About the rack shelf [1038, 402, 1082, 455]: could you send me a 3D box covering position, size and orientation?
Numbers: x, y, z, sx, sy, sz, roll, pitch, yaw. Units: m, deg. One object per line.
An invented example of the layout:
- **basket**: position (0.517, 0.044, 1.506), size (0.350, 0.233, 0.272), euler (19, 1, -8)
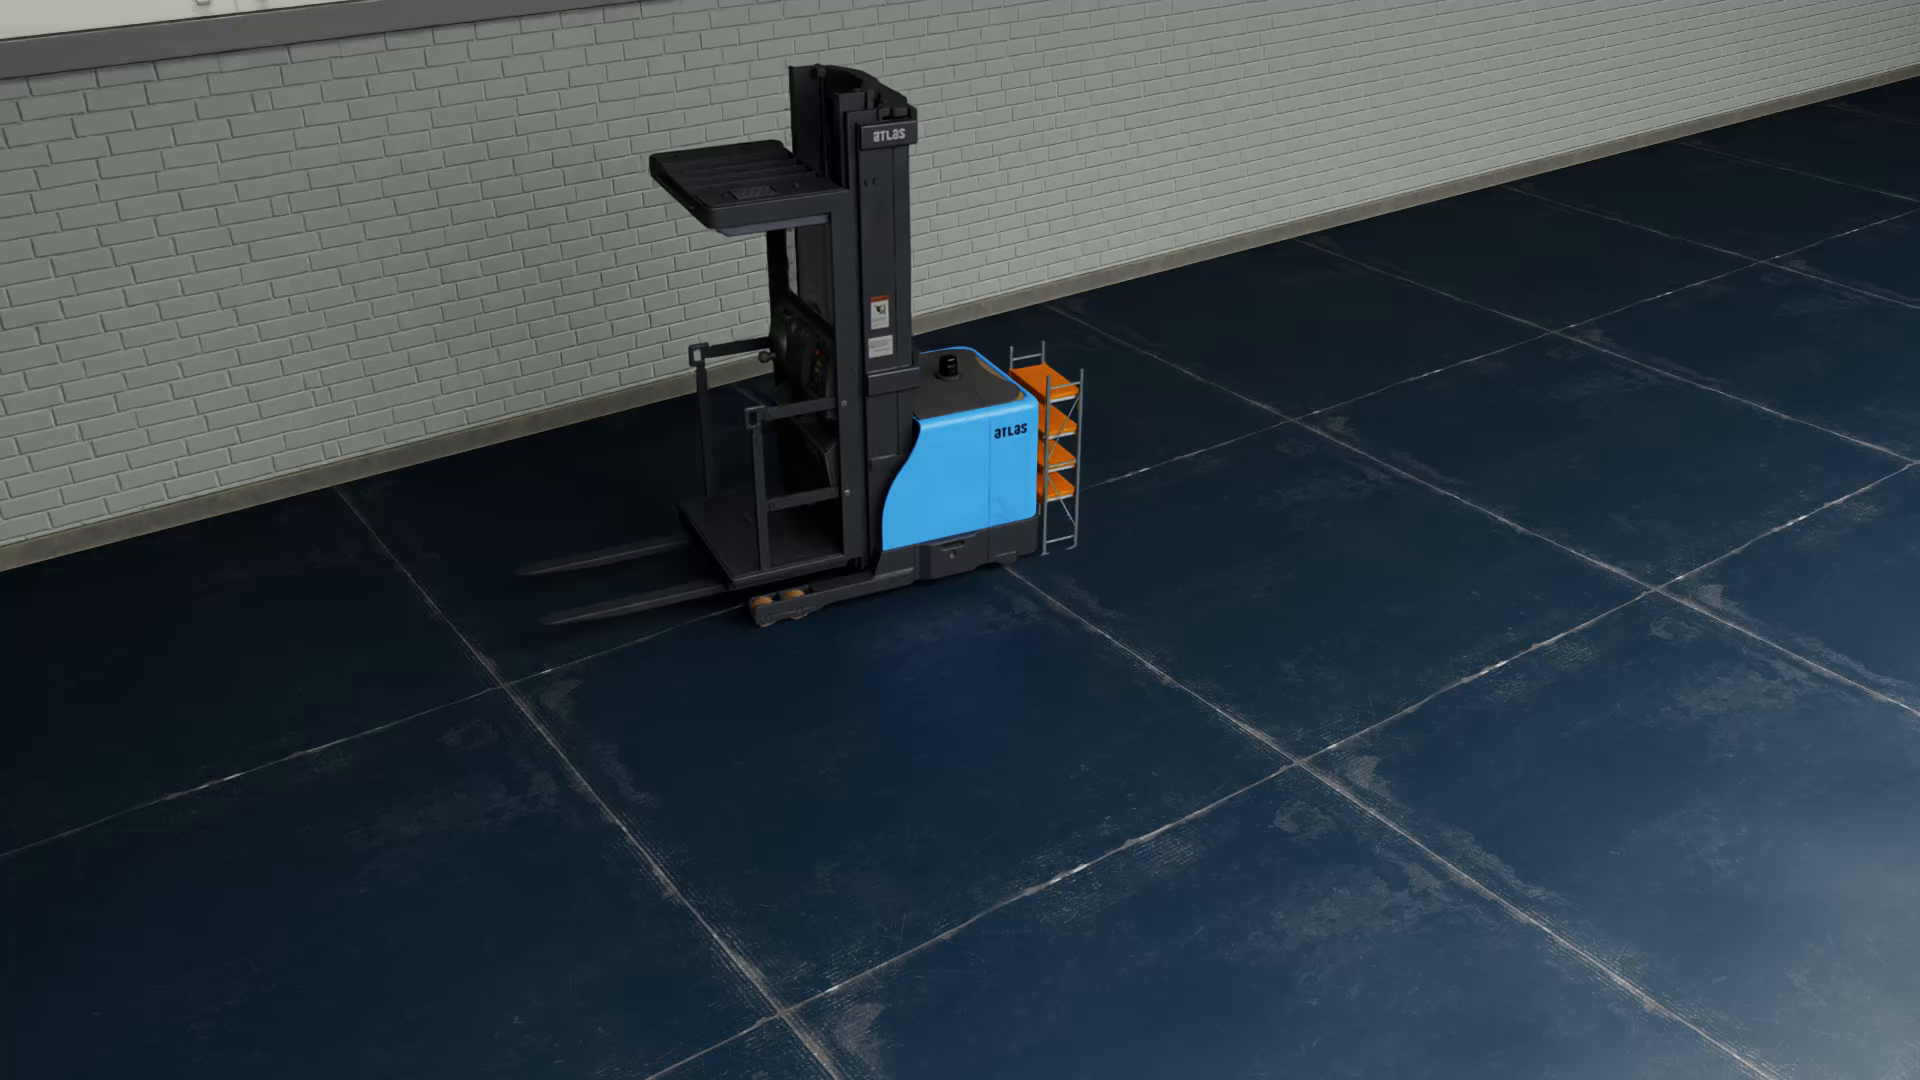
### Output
- **rack shelf**: position (0.515, -0.703, 10.186), size (0.258, 0.148, 0.480), euler (-13, 31, -22)

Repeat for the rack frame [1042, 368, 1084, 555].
- **rack frame**: position (0.619, -0.460, 10.067), size (0.240, 1.200, 0.015), euler (-13, 31, -22)

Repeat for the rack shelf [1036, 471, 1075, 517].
- **rack shelf**: position (0.515, -0.332, 10.388), size (0.258, 0.148, 0.480), euler (-13, 31, -22)

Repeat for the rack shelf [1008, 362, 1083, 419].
- **rack shelf**: position (0.515, -0.911, 10.073), size (0.258, 0.148, 0.480), euler (-13, 31, -22)

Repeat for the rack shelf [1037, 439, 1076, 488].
- **rack shelf**: position (0.515, -0.507, 10.293), size (0.258, 0.148, 0.480), euler (-13, 31, -22)

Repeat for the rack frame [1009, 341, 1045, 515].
- **rack frame**: position (0.411, -0.671, 10.455), size (0.240, 1.200, 0.015), euler (-13, 31, -22)

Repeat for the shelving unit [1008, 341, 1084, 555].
- **shelving unit**: position (0.515, -0.566, 10.261), size (0.258, 1.200, 0.503), euler (-13, 31, -22)

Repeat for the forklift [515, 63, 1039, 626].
- **forklift**: position (-1.080, -1.079, 9.392), size (3.031, 2.935, 1.130), euler (-13, 31, -22)
